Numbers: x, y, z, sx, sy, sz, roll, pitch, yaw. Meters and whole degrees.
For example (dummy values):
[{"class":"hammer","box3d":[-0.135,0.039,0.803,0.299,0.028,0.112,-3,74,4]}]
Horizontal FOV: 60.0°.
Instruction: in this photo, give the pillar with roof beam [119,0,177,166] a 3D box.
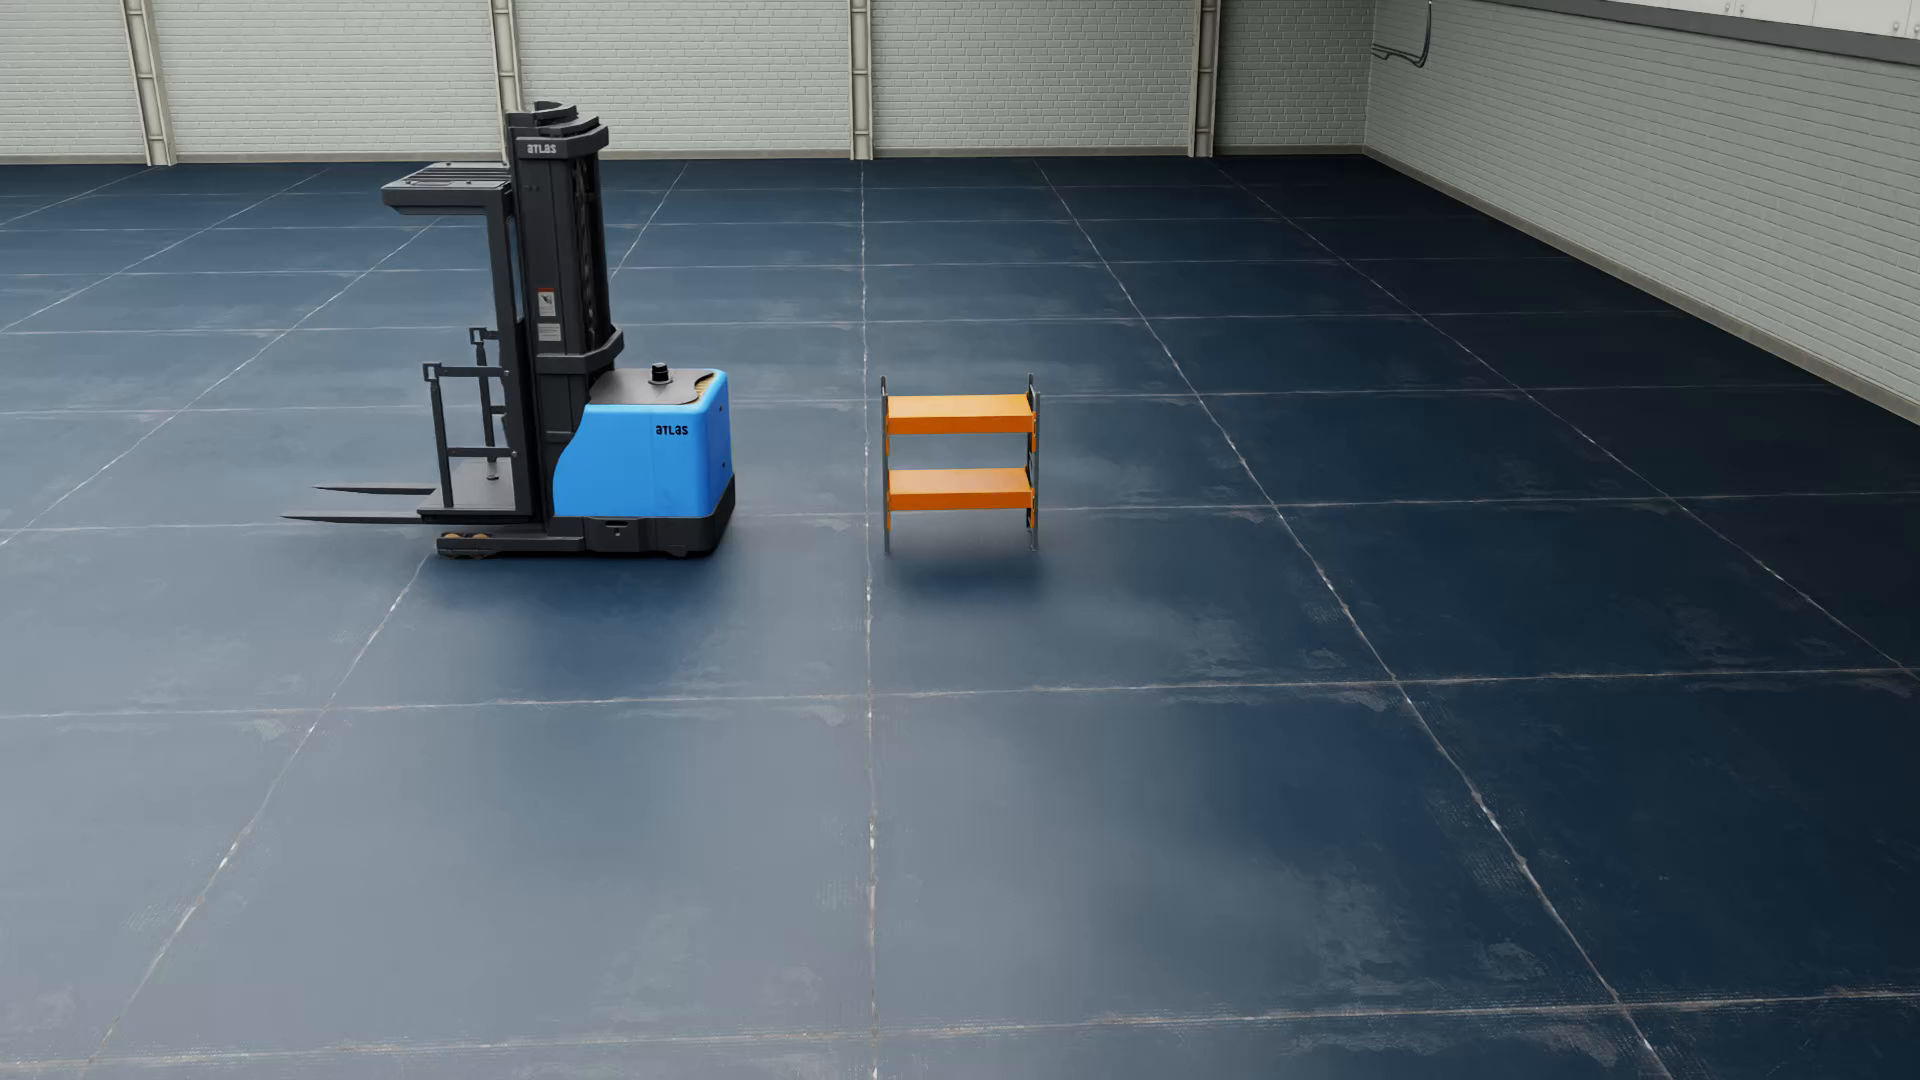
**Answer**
[{"class":"pillar with roof beam","box3d":[-13.459,-9.136,22.969,0.400,9.000,9.100,-1,21,-3]}]

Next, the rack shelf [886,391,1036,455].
[{"class":"rack shelf","box3d":[-0.007,-0.799,11.316,1.000,0.278,0.538,-1,21,-3]}]

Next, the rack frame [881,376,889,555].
[{"class":"rack frame","box3d":[-0.514,-0.515,11.393,0.032,1.125,0.500,-1,21,-3]}]

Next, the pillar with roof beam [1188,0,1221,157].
[{"class":"pillar with roof beam","box3d":[4.512,-9.501,23.929,0.400,9.000,9.100,-1,21,-3]}]

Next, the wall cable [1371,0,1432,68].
[{"class":"wall cable","box3d":[7.282,-9.169,27.422,0.112,2.526,3.097,-1,21,-3]}]

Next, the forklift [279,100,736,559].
[{"class":"forklift","box3d":[-3.159,-1.429,11.255,3.031,2.935,1.130,1,21,2]}]

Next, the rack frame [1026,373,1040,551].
[{"class":"rack frame","box3d":[0.501,-0.536,11.448,0.032,1.125,0.500,-1,21,-3]}]

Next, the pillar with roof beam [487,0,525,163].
[{"class":"pillar with roof beam","box3d":[-7.469,-9.258,23.289,0.400,9.000,9.100,-1,21,-3]}]

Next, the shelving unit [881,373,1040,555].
[{"class":"shelving unit","box3d":[-0.007,-0.526,11.420,1.048,1.125,0.538,-1,21,-3]}]

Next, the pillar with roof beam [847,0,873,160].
[{"class":"pillar with roof beam","box3d":[-1.479,-9.379,23.609,0.400,9.000,9.100,-1,21,-3]}]

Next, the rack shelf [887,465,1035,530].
[{"class":"rack shelf","box3d":[-0.007,-0.297,11.507,1.000,0.278,0.538,-1,21,-3]}]
